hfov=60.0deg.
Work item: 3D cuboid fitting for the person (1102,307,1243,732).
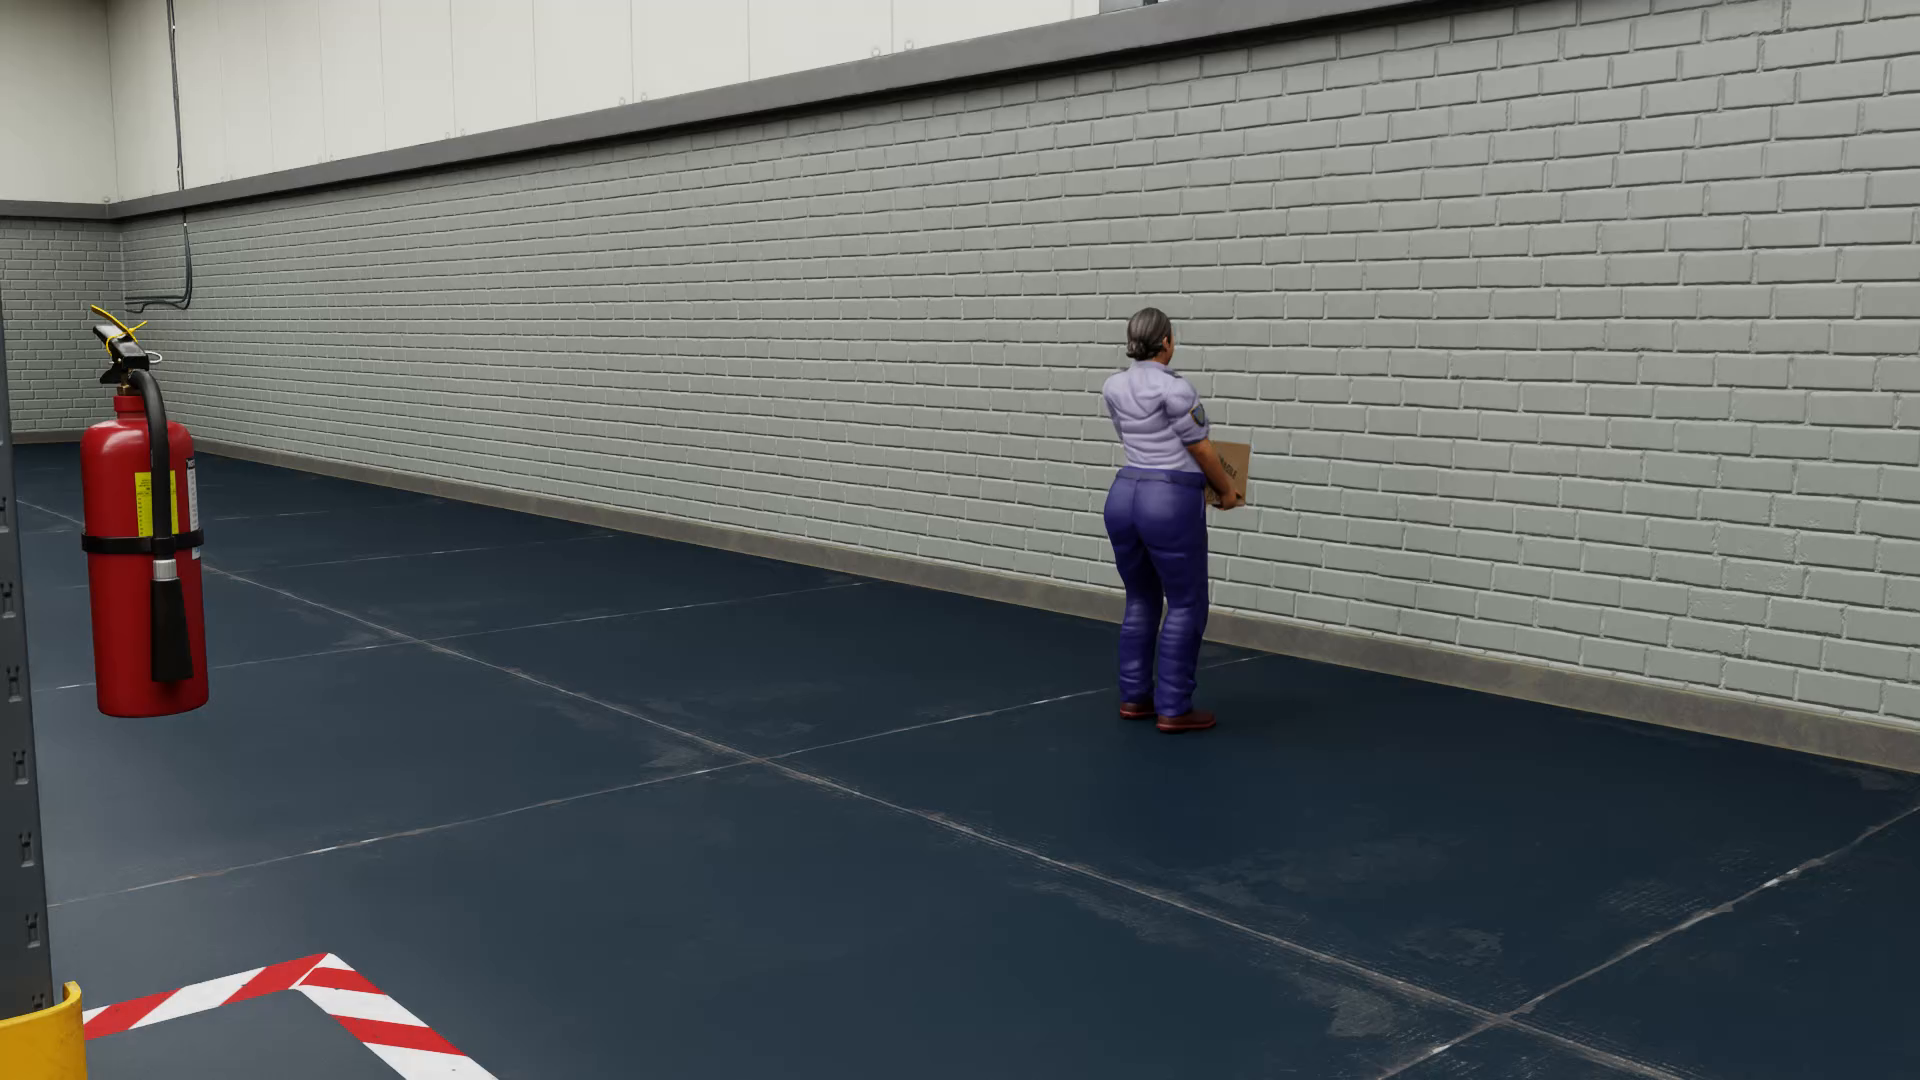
[{"bbox_3d":[0.836,-0.090,6.566,0.521,1.641,0.451,-6,10,-40],"label":"person"}]
